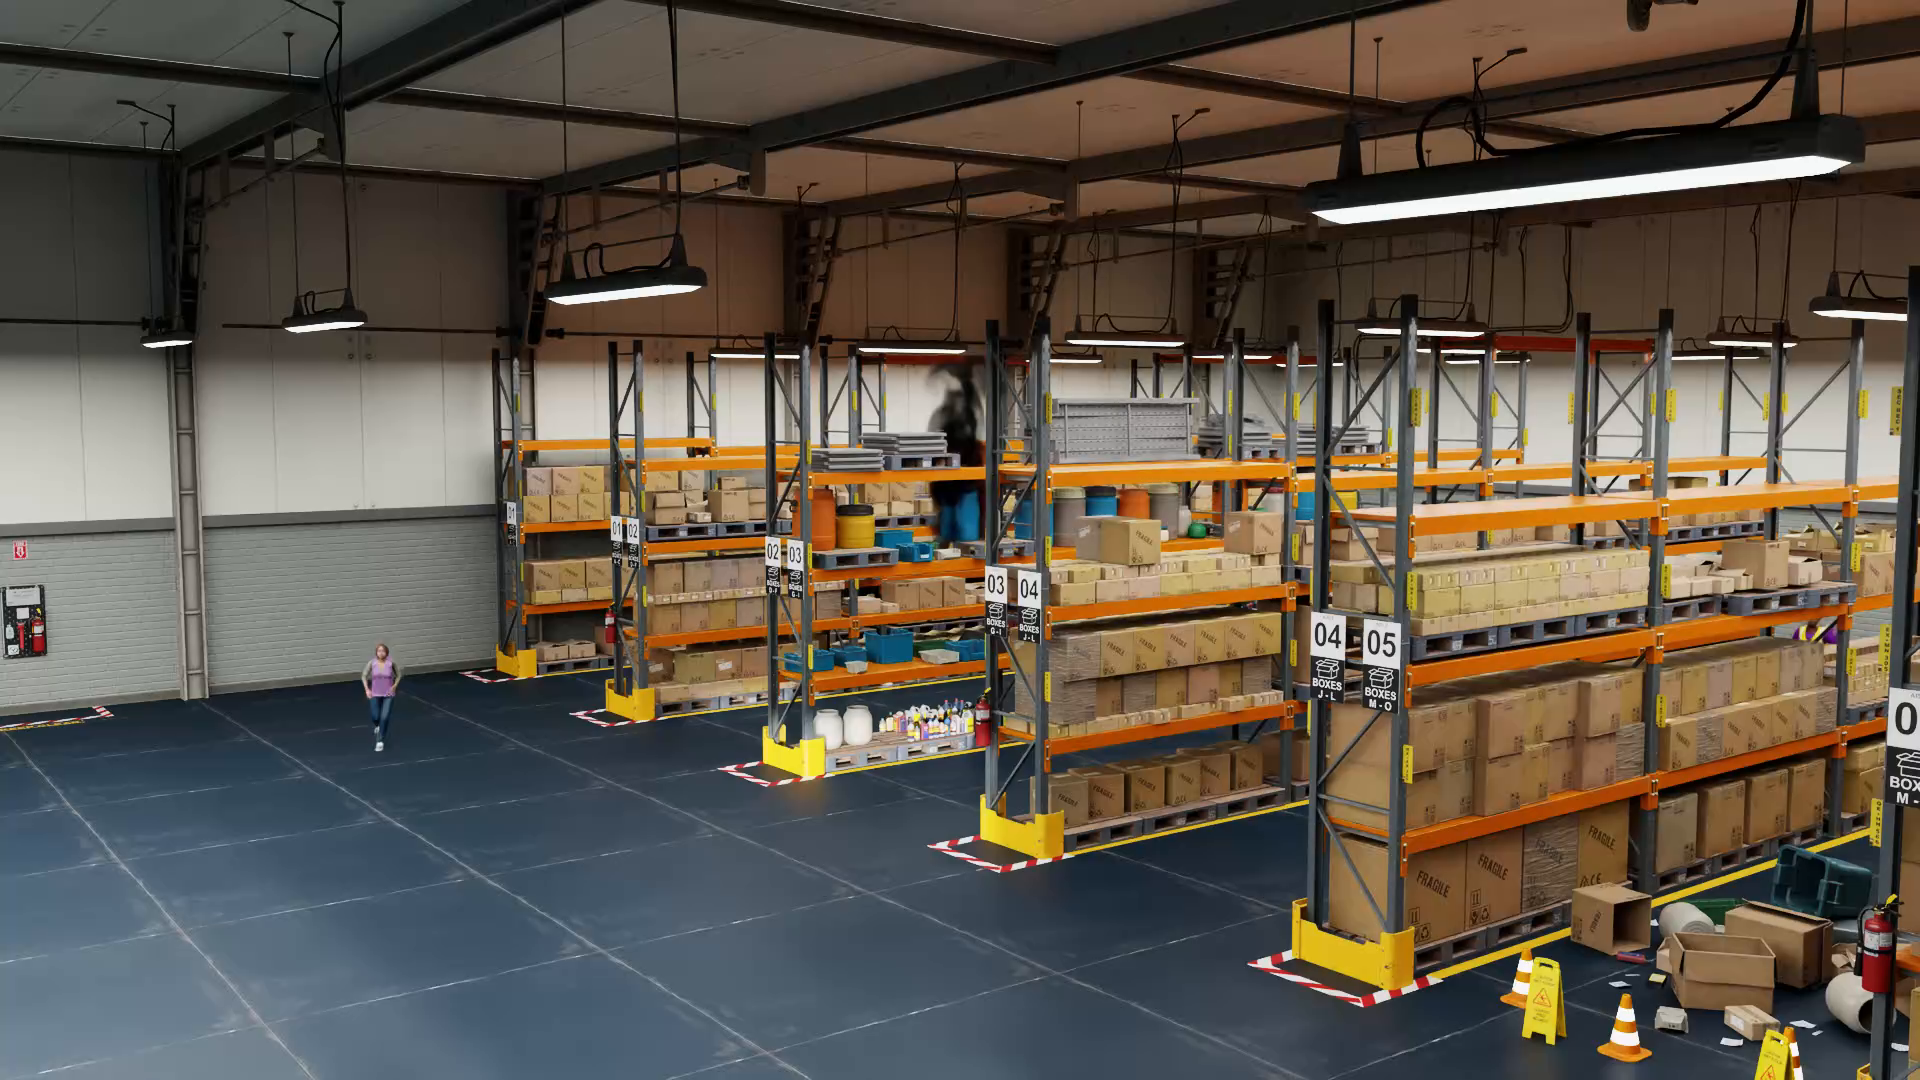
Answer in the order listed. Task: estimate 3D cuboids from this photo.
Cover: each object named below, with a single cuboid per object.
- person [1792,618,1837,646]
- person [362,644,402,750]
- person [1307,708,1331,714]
[{"bbox_3d":[13.607,1.978,26.518,0.632,1.743,0.723,-5,7,-42],"label":"person"},{"bbox_3d":[-8.419,2.272,24.233,0.553,1.557,0.533,-2,5,-18],"label":"person"},{"bbox_3d":[5.424,2.165,24.584,0.925,1.694,0.647,-5,7,-43],"label":"person"}]
